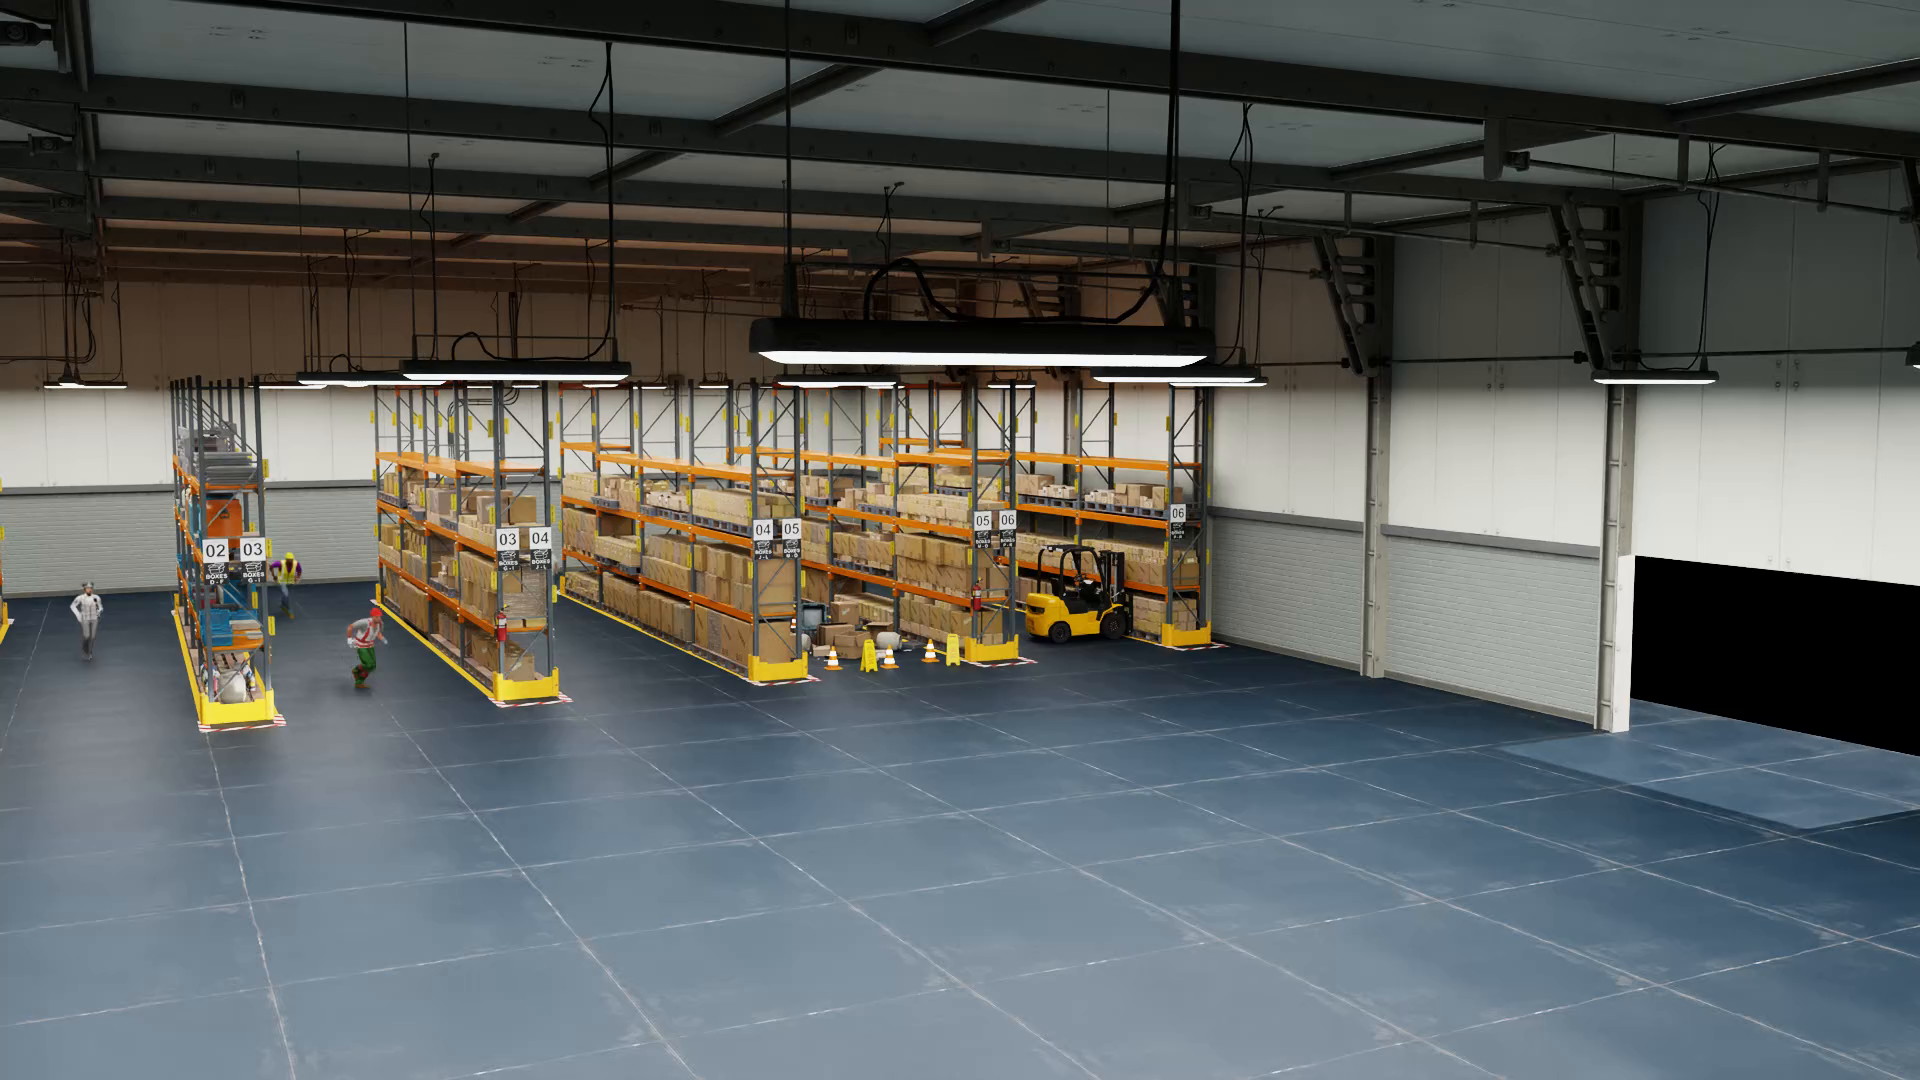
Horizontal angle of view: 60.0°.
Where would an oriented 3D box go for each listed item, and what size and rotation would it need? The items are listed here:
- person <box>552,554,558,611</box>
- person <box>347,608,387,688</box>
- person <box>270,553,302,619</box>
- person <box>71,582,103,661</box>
[{"bbox_3d":[-10.863,0.974,43.624,0.685,1.744,0.900,-3,6,-32],"label":"person"},{"bbox_3d":[-11.424,2.091,32.007,0.827,1.590,0.693,3,6,29],"label":"person"},{"bbox_3d":[-17.152,1.148,42.305,0.745,1.715,1.061,-4,6,-36],"label":"person"},{"bbox_3d":[-18.601,1.732,35.501,0.573,1.689,0.659,-5,7,-43],"label":"person"}]
